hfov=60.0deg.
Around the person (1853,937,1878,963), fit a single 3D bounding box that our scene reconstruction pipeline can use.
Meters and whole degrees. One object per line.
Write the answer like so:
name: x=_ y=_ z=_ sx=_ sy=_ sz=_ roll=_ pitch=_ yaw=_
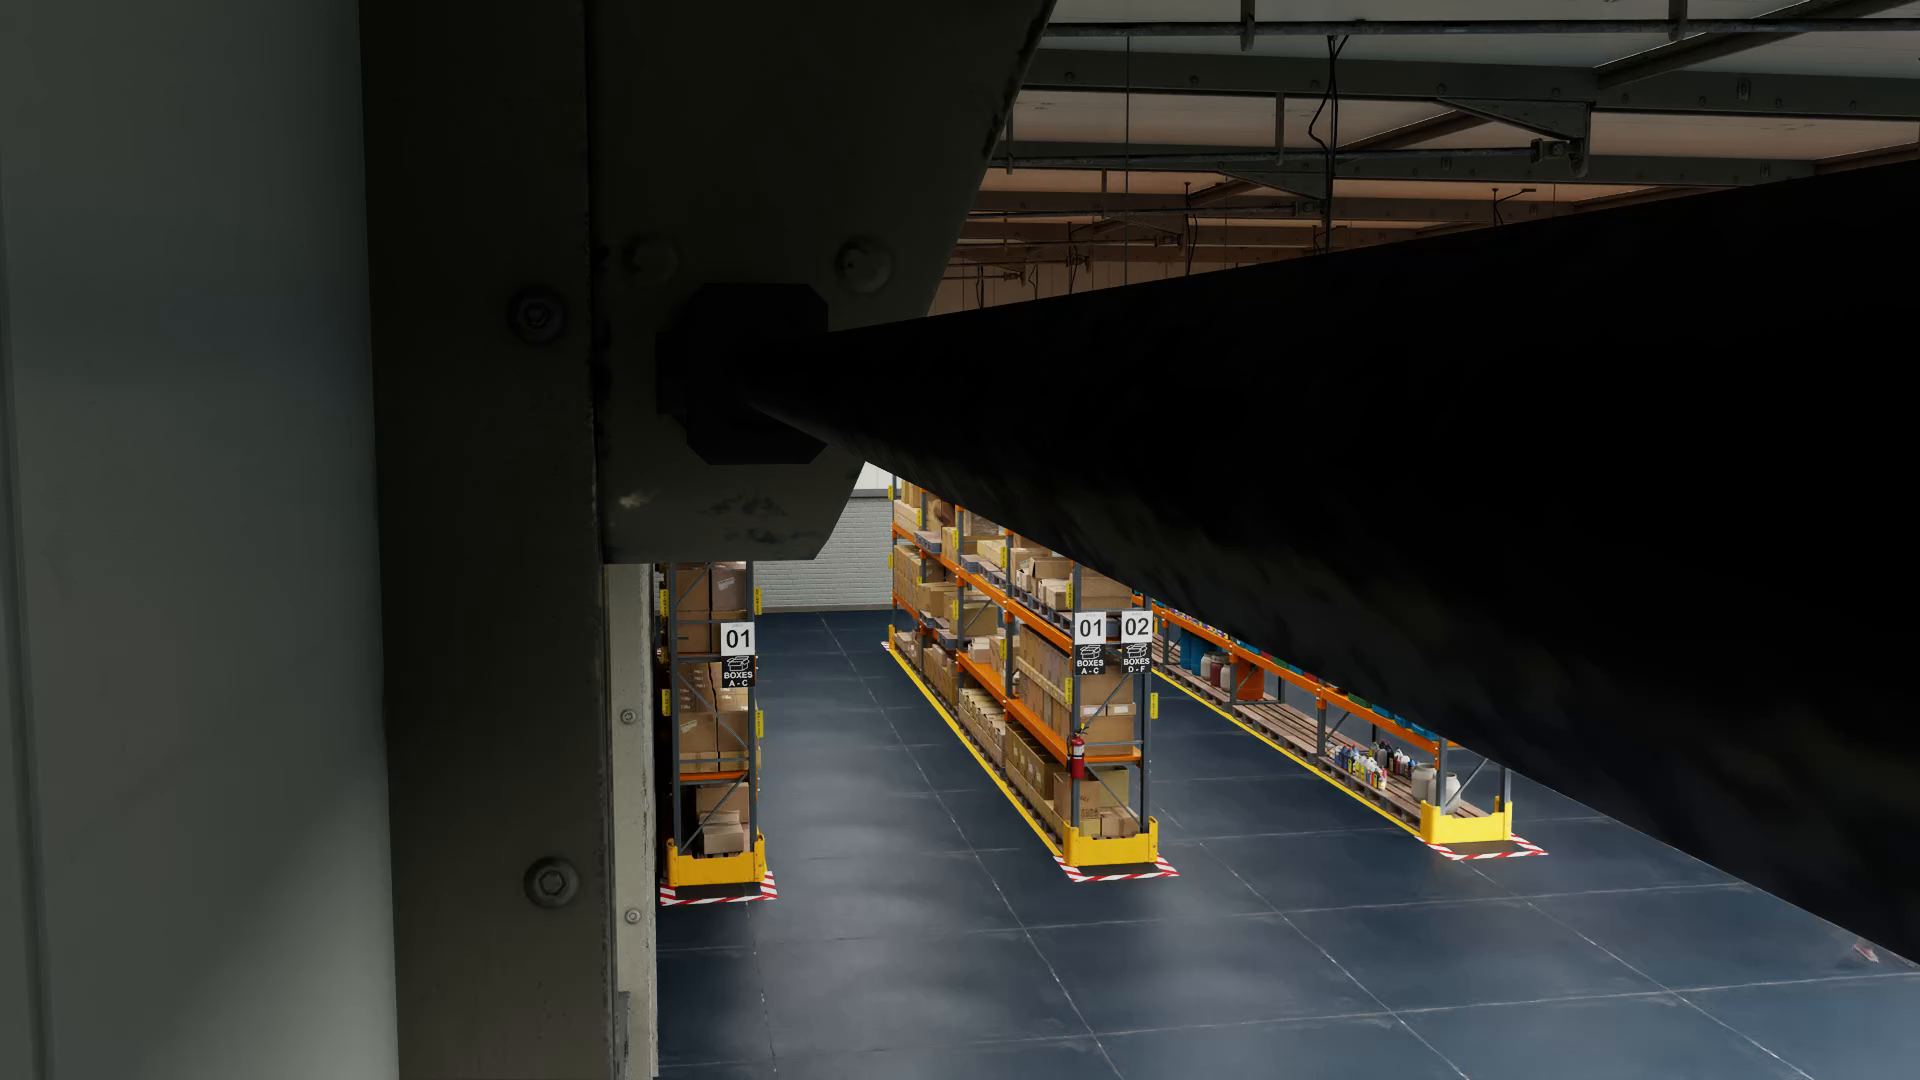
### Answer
person: x=9.773 y=3.628 z=17.269 sx=0.883 sy=1.680 sz=0.574 roll=1 pitch=6 yaw=10
